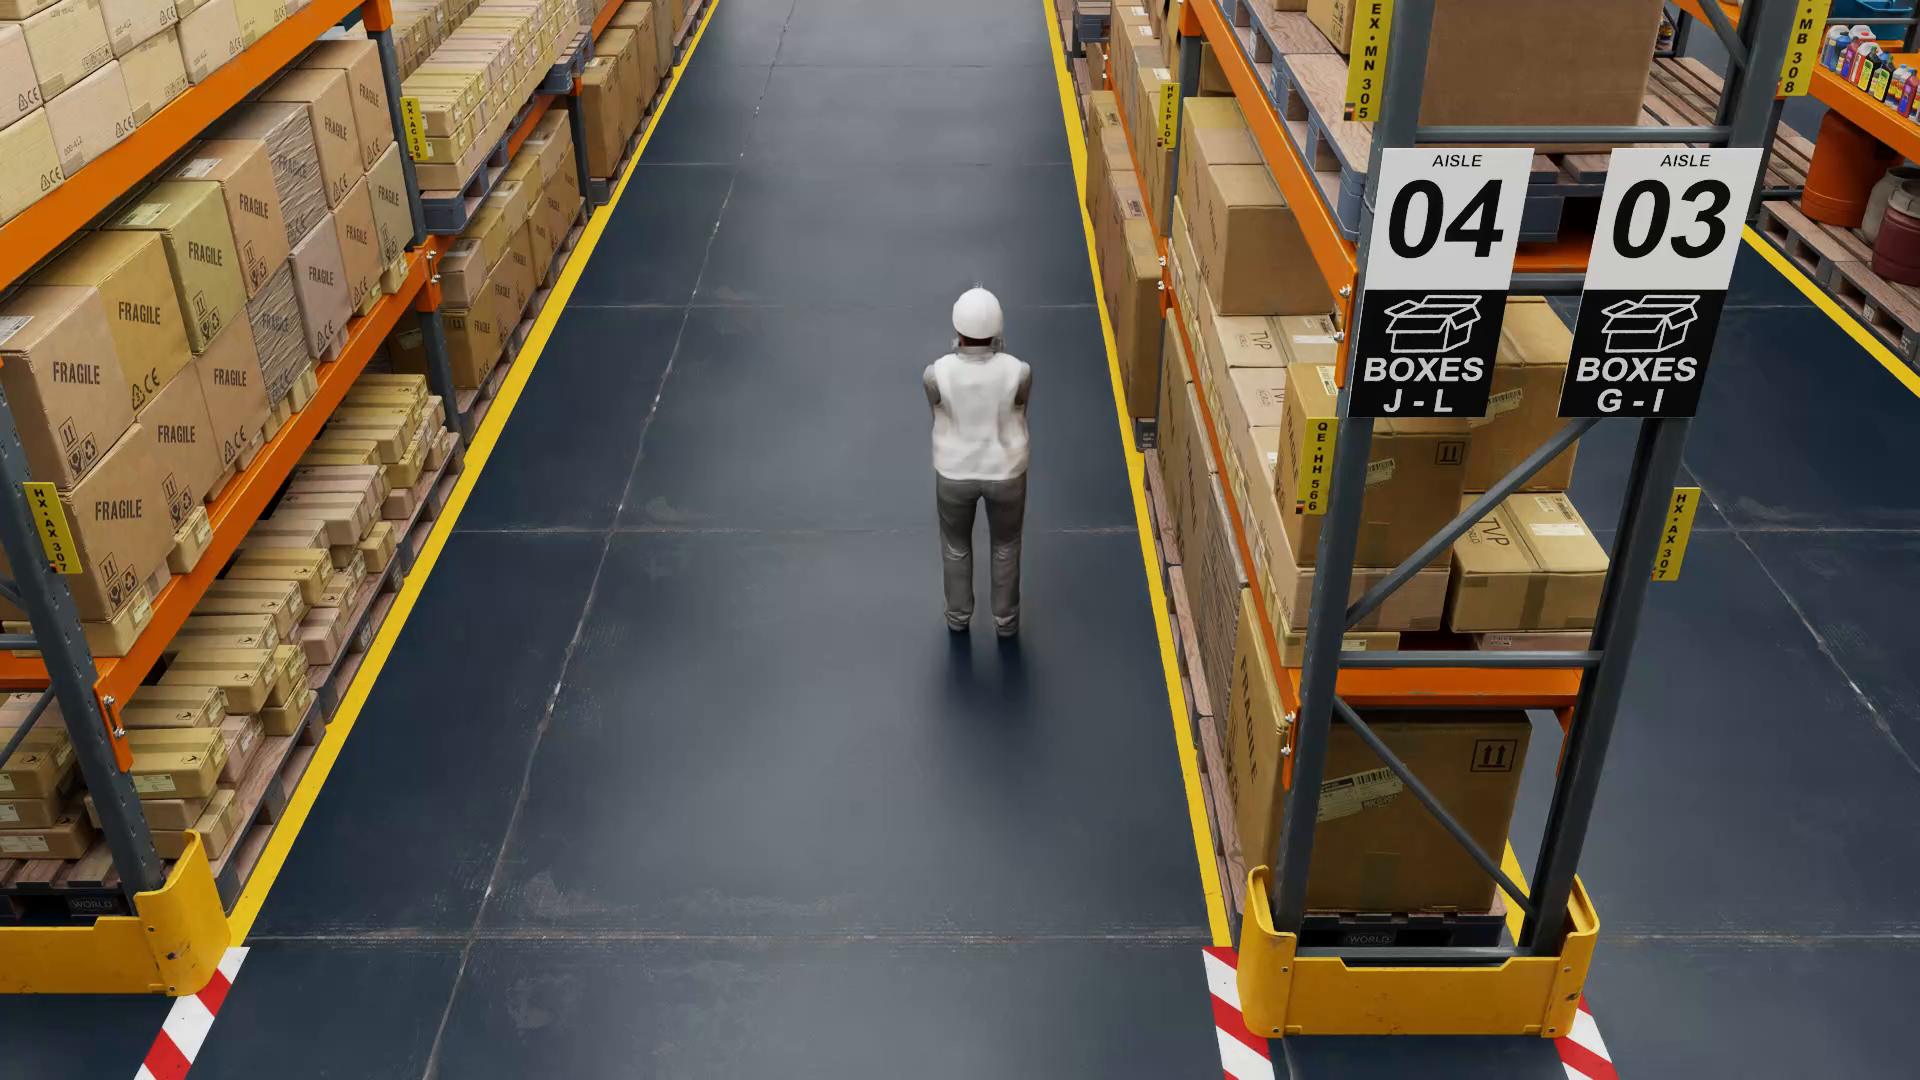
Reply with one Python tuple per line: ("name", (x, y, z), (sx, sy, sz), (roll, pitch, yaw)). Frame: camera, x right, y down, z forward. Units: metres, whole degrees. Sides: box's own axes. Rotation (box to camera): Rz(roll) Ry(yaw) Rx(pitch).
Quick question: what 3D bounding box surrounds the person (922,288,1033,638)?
("person", (0.078, -0.379, 7.737), (0.495, 1.772, 0.549), (0, 31, -1))
